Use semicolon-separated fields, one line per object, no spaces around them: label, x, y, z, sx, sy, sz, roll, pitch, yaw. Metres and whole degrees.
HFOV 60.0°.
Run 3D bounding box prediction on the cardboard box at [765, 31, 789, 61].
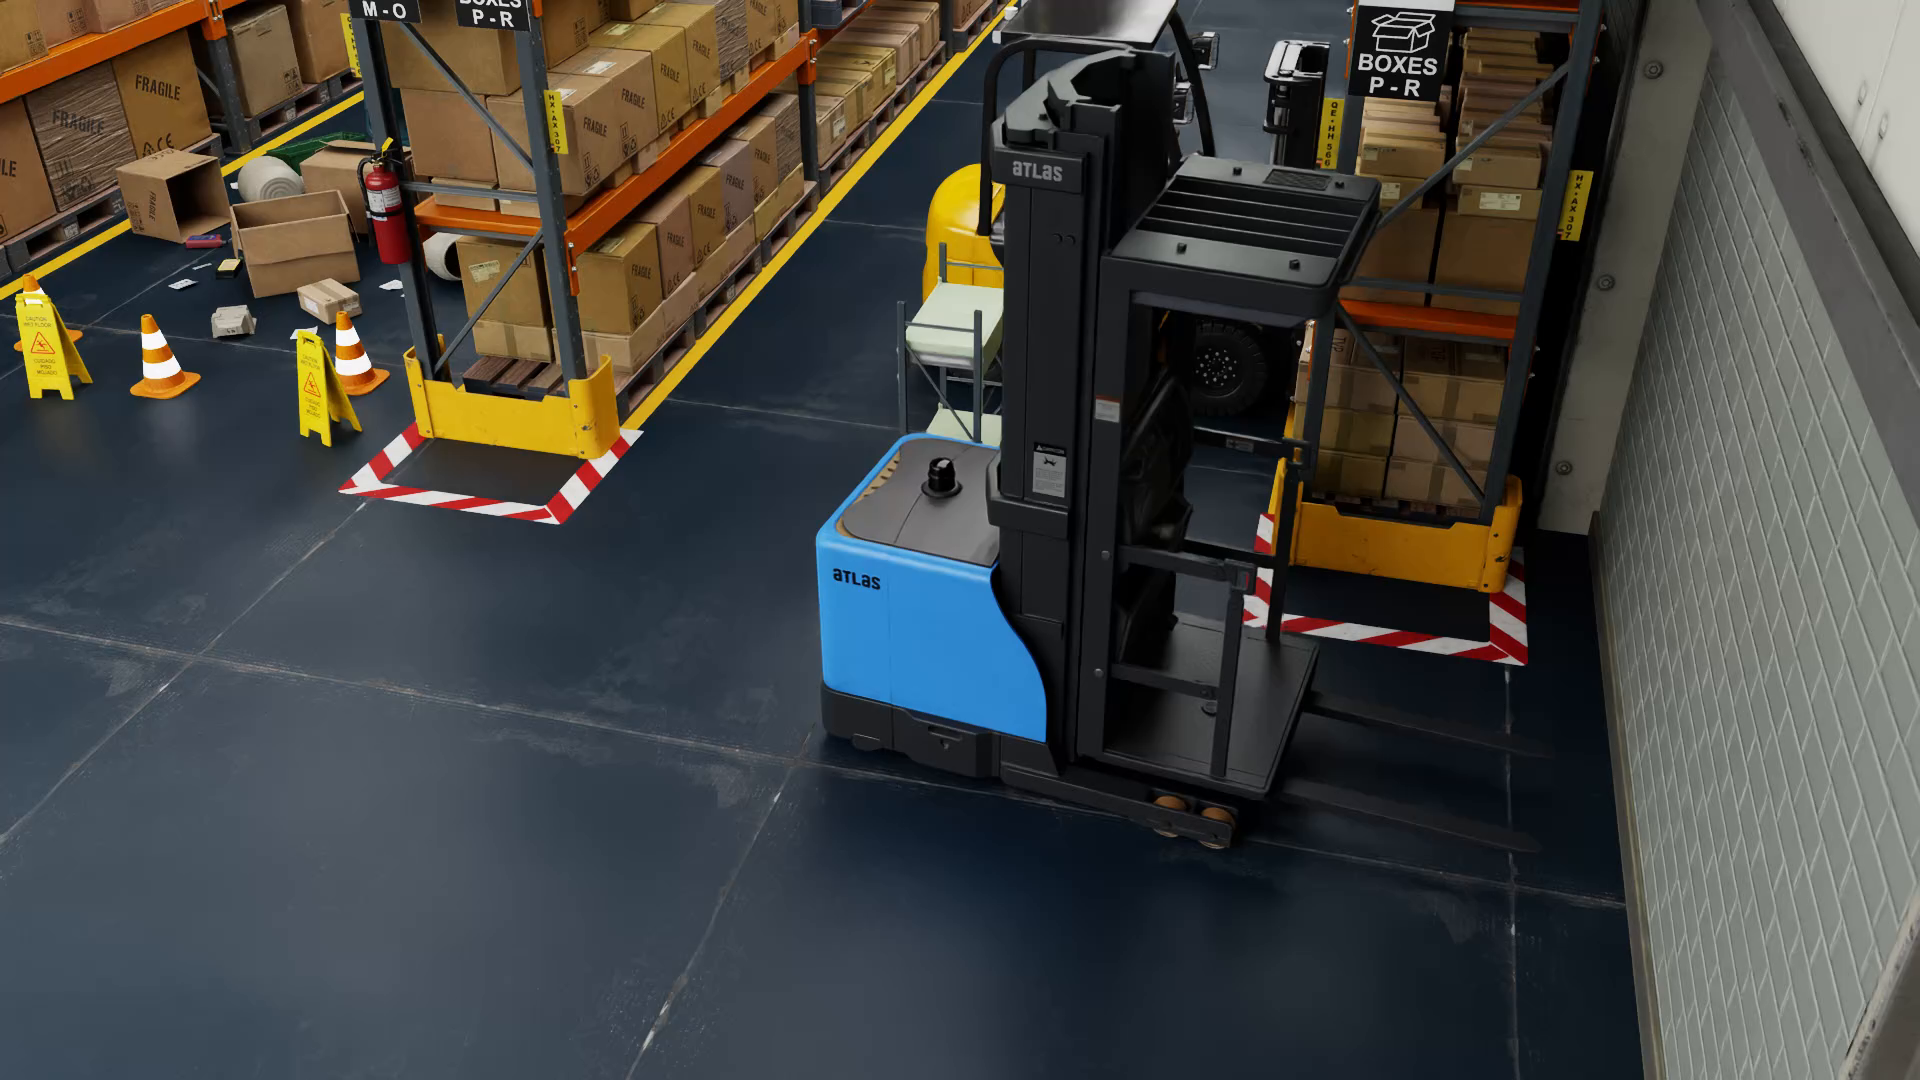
cardboard box;-1.424;-3.477;11.658;0.380;0.149;0.250;9;33;13

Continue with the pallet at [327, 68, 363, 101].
pallet;-5.963;-4.413;15.494;1.003;0.211;1.213;8;33;12

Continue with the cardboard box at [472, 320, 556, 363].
cardboard box;-2.644;-1.332;10.220;0.500;0.250;0.500;8;33;12

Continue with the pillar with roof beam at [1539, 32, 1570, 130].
pillar with roof beam;0.614;-7.643;12.384;9.100;9.000;0.400;8;33;12

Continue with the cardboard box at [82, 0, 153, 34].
cardboard box;-6.594;-4.125;12.303;0.875;0.550;0.550;8;33;12

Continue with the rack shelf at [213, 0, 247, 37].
rack shelf;-5.886;-5.278;14.927;1.077;0.370;4.000;8;33;12

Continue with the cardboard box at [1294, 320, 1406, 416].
cardboard box;2.022;-0.893;8.598;0.500;0.250;0.500;9;34;14

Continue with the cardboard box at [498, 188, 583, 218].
cardboard box;-2.309;-1.888;9.159;0.380;0.149;0.250;8;33;13

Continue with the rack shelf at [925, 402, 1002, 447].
rack shelf;-0.002;-0.354;8.517;0.431;0.370;0.720;8;33;12

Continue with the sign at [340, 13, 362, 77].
sign;-3.127;-2.554;8.598;0.100;0.325;0.005;8;33;12

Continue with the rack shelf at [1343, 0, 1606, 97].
rack shelf;2.714;-3.173;8.819;1.077;0.370;4.000;8;33;12

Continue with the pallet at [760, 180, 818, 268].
pallet;-1.717;-2.392;12.316;1.003;0.211;1.213;8;33;12

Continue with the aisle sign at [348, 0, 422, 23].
aisle sign;-2.892;-2.951;8.173;0.394;0.787;0.004;8;33;12

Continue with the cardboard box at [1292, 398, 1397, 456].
cardboard box;2.028;-0.695;8.754;0.500;0.250;0.500;8;33;12

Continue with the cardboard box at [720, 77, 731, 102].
cardboard box;-1.716;-2.951;10.831;0.380;0.149;0.250;7;33;12

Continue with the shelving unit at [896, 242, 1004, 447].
shelving unit;-0.002;-0.629;8.342;0.431;1.500;0.755;8;33;12

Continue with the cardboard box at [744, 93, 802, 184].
cardboard box;-1.471;-2.912;12.007;0.500;0.500;0.500;8;33;12

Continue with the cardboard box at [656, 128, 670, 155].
cardboard box;-1.971;-2.412;9.983;0.380;0.149;0.250;9;34;14

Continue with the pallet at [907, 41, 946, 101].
pallet;-0.765;-4.416;15.499;1.003;0.211;1.213;8;33;12

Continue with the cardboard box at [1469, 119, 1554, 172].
cardboard box;2.627;-1.889;7.950;0.380;0.149;0.250;9;34;14

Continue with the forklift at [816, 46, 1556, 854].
forklift;0.961;-0.304;6.497;3.031;2.935;1.130;12;34;18

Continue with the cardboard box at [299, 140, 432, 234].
cardboard box;-4.369;-2.593;12.233;0.797;0.637;0.503;8;33;12

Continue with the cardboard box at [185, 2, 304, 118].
cardboard box;-6.323;-4.106;14.118;1.050;0.750;0.750;8;33;12

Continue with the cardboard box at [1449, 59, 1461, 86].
cardboard box;3.119;-2.497;9.788;0.500;0.500;0.500;7;33;11

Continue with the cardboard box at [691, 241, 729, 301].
cardboard box;-1.860;-1.793;10.946;0.500;0.250;0.500;10;34;16

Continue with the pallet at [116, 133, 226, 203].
pallet;-6.663;-2.983;13.245;1.003;0.211;1.213;8;33;12

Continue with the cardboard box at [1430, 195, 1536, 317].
cardboard box;2.601;-1.434;8.117;0.500;0.500;0.500;9;34;14

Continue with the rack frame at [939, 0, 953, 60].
rack frame;-0.565;-5.998;15.389;1.000;3.000;0.127;8;33;12

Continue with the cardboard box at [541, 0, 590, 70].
cardboard box;-2.541;-2.992;9.359;0.700;0.500;0.500;8;33;13

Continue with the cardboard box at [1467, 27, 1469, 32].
cardboard box;3.283;-3.092;10.119;0.380;0.149;0.250;9;33;14

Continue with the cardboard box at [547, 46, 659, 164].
cardboard box;-2.079;-2.491;9.503;0.500;0.500;0.500;9;34;14

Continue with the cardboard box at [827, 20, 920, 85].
cardboard box;-0.898;-4.390;14.918;0.950;0.372;0.625;7;33;11

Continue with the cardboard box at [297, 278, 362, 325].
cardboard box;-4.217;-1.598;11.125;0.380;0.149;0.250;28;42;36

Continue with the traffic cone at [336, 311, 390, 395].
traffic cone;-3.734;-1.175;10.166;0.336;0.463;0.334;8;33;12

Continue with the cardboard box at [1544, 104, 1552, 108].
cardboard box;2.939;-2.287;8.853;0.380;0.149;0.250;9;34;14

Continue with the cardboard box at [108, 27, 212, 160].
cardboard box;-6.621;-3.507;13.060;0.875;0.875;0.875;9;33;13

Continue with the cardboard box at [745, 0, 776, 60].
cardboard box;-1.577;-3.557;11.179;0.500;0.500;0.500;9;34;14

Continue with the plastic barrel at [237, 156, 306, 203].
plastic barrel;-5.198;-2.659;12.538;0.421;0.421;0.512;-21;38;-29

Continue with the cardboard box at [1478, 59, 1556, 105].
cardboard box;2.933;-2.419;8.784;0.380;0.149;0.250;7;33;11

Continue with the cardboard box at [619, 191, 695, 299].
cardboard box;-1.989;-1.845;10.329;0.500;0.500;0.500;7;33;11

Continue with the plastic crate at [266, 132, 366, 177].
plastic crate;-5.171;-3.113;13.418;0.662;0.188;0.450;-28;32;-37

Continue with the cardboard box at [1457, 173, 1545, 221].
cardboard box;2.544;-1.629;7.819;0.380;0.149;0.250;7;33;11

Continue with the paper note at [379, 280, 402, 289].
paper note;-3.920;-1.770;11.517;0.148;0.019;0.142;20;38;29

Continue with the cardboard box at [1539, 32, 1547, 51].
cardboard box;3.187;-2.949;9.618;0.380;0.149;0.250;7;33;12

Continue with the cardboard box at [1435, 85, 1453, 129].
cardboard box;2.302;-2.219;8.470;0.380;0.149;0.250;8;33;13

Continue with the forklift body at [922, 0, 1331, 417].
forklift body;0.923;-2.047;9.965;2.313;2.155;1.214;8;33;12
